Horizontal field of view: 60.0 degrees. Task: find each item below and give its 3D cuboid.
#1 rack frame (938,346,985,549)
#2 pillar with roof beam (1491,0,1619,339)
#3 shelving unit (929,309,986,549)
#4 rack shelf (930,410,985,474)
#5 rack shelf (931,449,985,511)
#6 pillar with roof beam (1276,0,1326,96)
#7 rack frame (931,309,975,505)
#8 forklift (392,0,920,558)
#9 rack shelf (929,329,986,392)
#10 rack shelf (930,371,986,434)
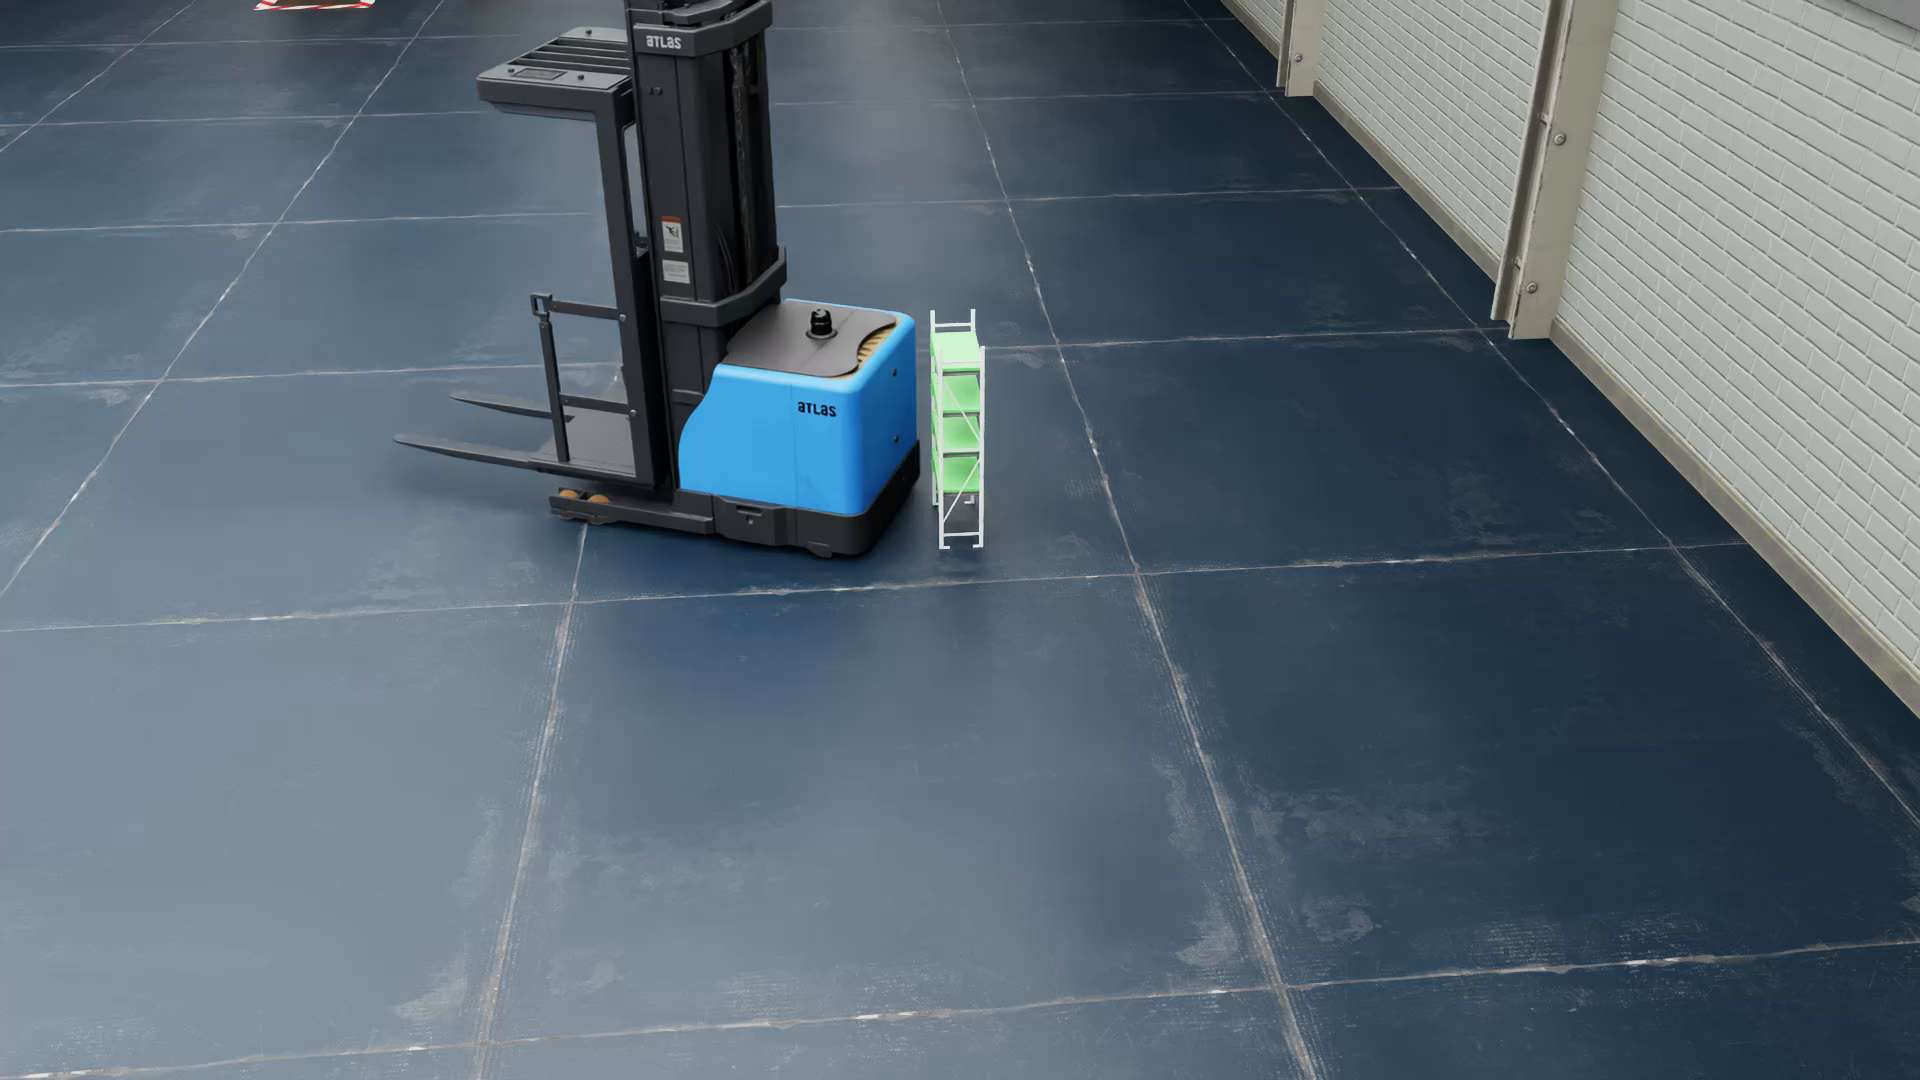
[{"bbox_3d":[0.007,-0.475,8.875,0.240,1.200,0.015,-3,31,-5],"label":"rack frame"},{"bbox_3d":[-0.311,-5.164,9.120,9.100,9.000,0.400,-3,31,-5],"label":"pillar with roof beam"},{"bbox_3d":[-0.016,-0.600,9.084,0.258,1.200,0.503,-3,31,-5],"label":"shelving unit"},{"bbox_3d":[-0.016,-0.545,9.117,0.258,0.148,0.480,-3,31,-5],"label":"rack shelf"},{"bbox_3d":[-0.015,-0.339,9.240,0.258,0.148,0.480,-3,31,-5],"label":"rack shelf"},{"bbox_3d":[-0.872,-8.227,14.249,9.100,9.000,0.400,-3,31,-5],"label":"pillar with roof beam"},{"bbox_3d":[-0.038,-0.724,9.292,0.240,1.200,0.015,-3,31,-5],"label":"rack frame"},{"bbox_3d":[-1.810,-1.591,9.056,3.031,2.935,1.130,9,32,15],"label":"forklift"},{"bbox_3d":[-0.016,-0.957,8.870,0.258,0.148,0.480,-3,31,-5],"label":"rack shelf"},{"bbox_3d":[-0.016,-0.751,8.994,0.258,0.148,0.480,-3,31,-5],"label":"rack shelf"}]
